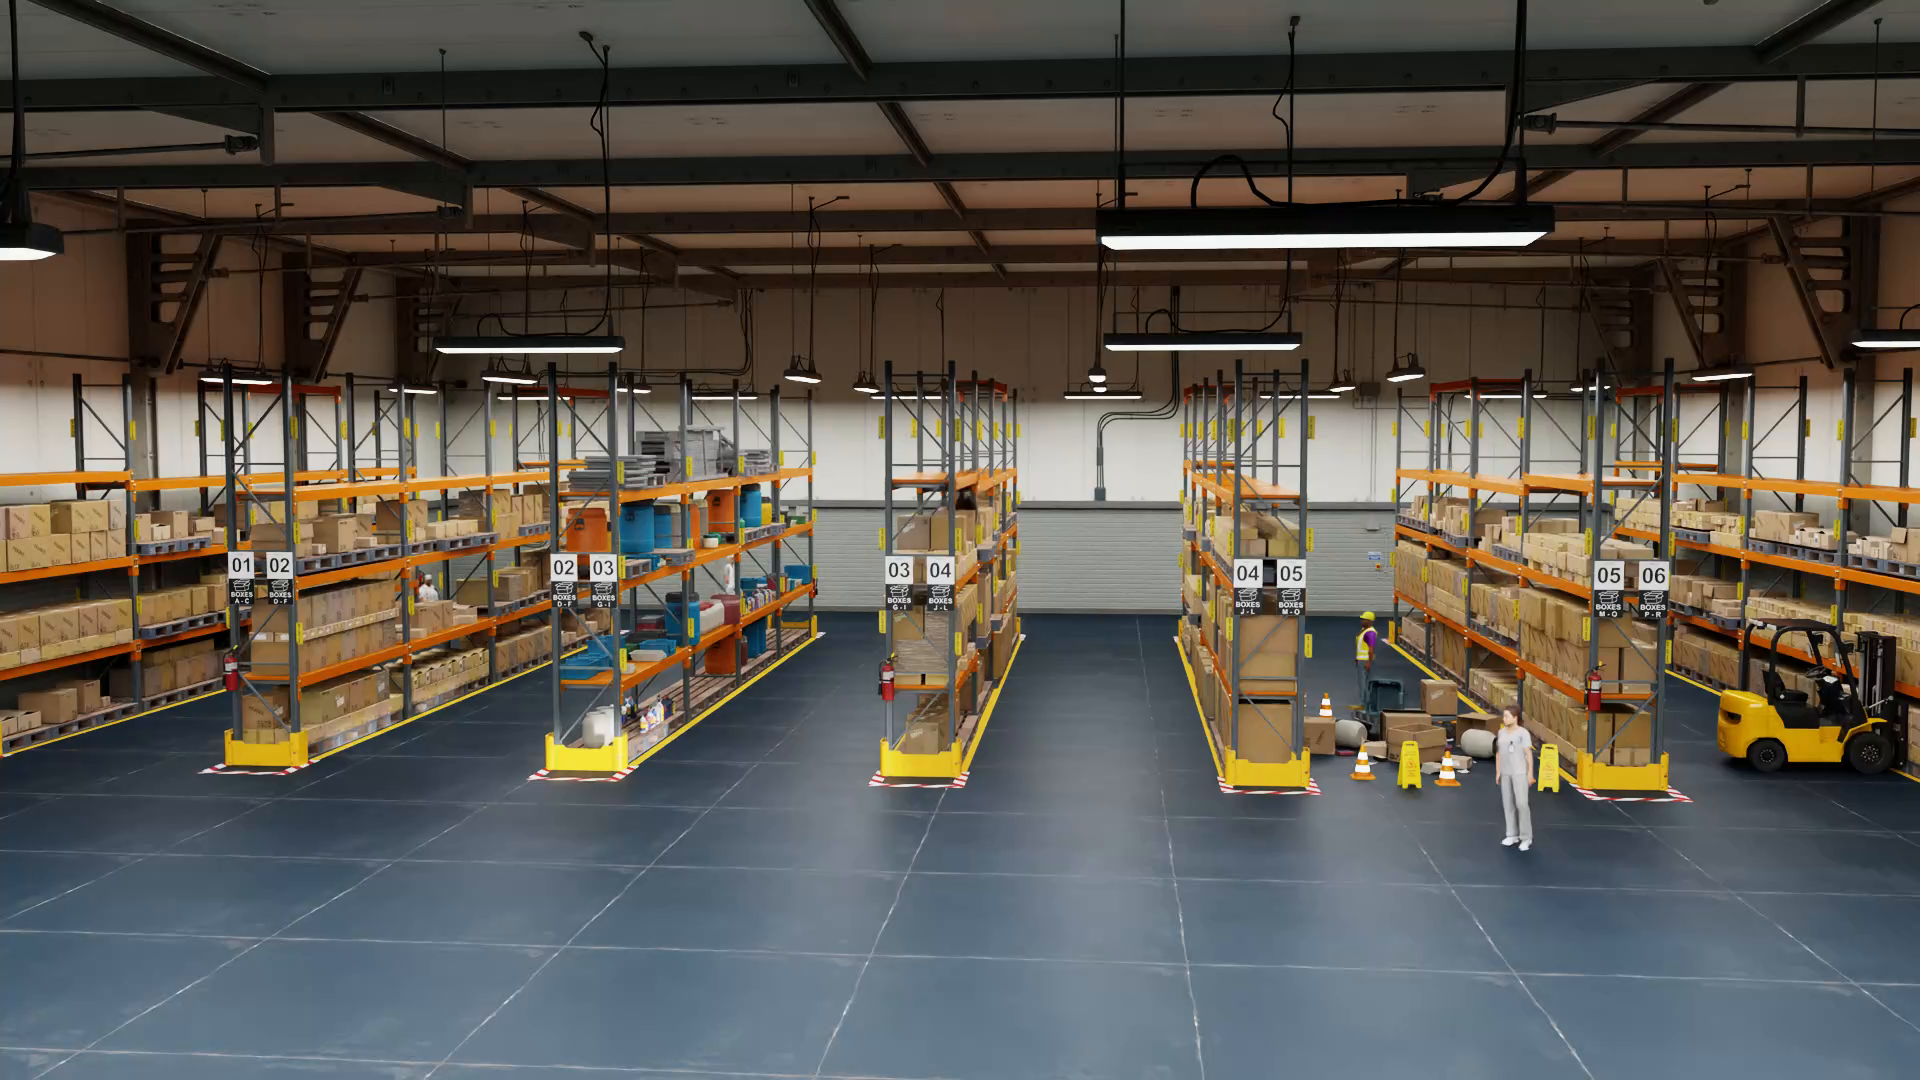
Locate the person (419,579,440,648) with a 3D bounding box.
[{"bbox_3d":[-12.323,1.661,38.634,0.412,1.663,0.540,1,4,12],"label":"person"}]

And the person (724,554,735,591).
[{"bbox_3d":[-6.001,1.237,44.118,1.067,1.750,0.670,2,4,26],"label":"person"}]

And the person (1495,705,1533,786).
[{"bbox_3d":[6.700,2.486,20.095,0.341,0.975,0.492,-3,5,-36],"label":"person"}]

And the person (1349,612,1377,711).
[{"bbox_3d":[7.266,2.165,29.856,0.471,1.771,0.602,2,4,24],"label":"person"}]
